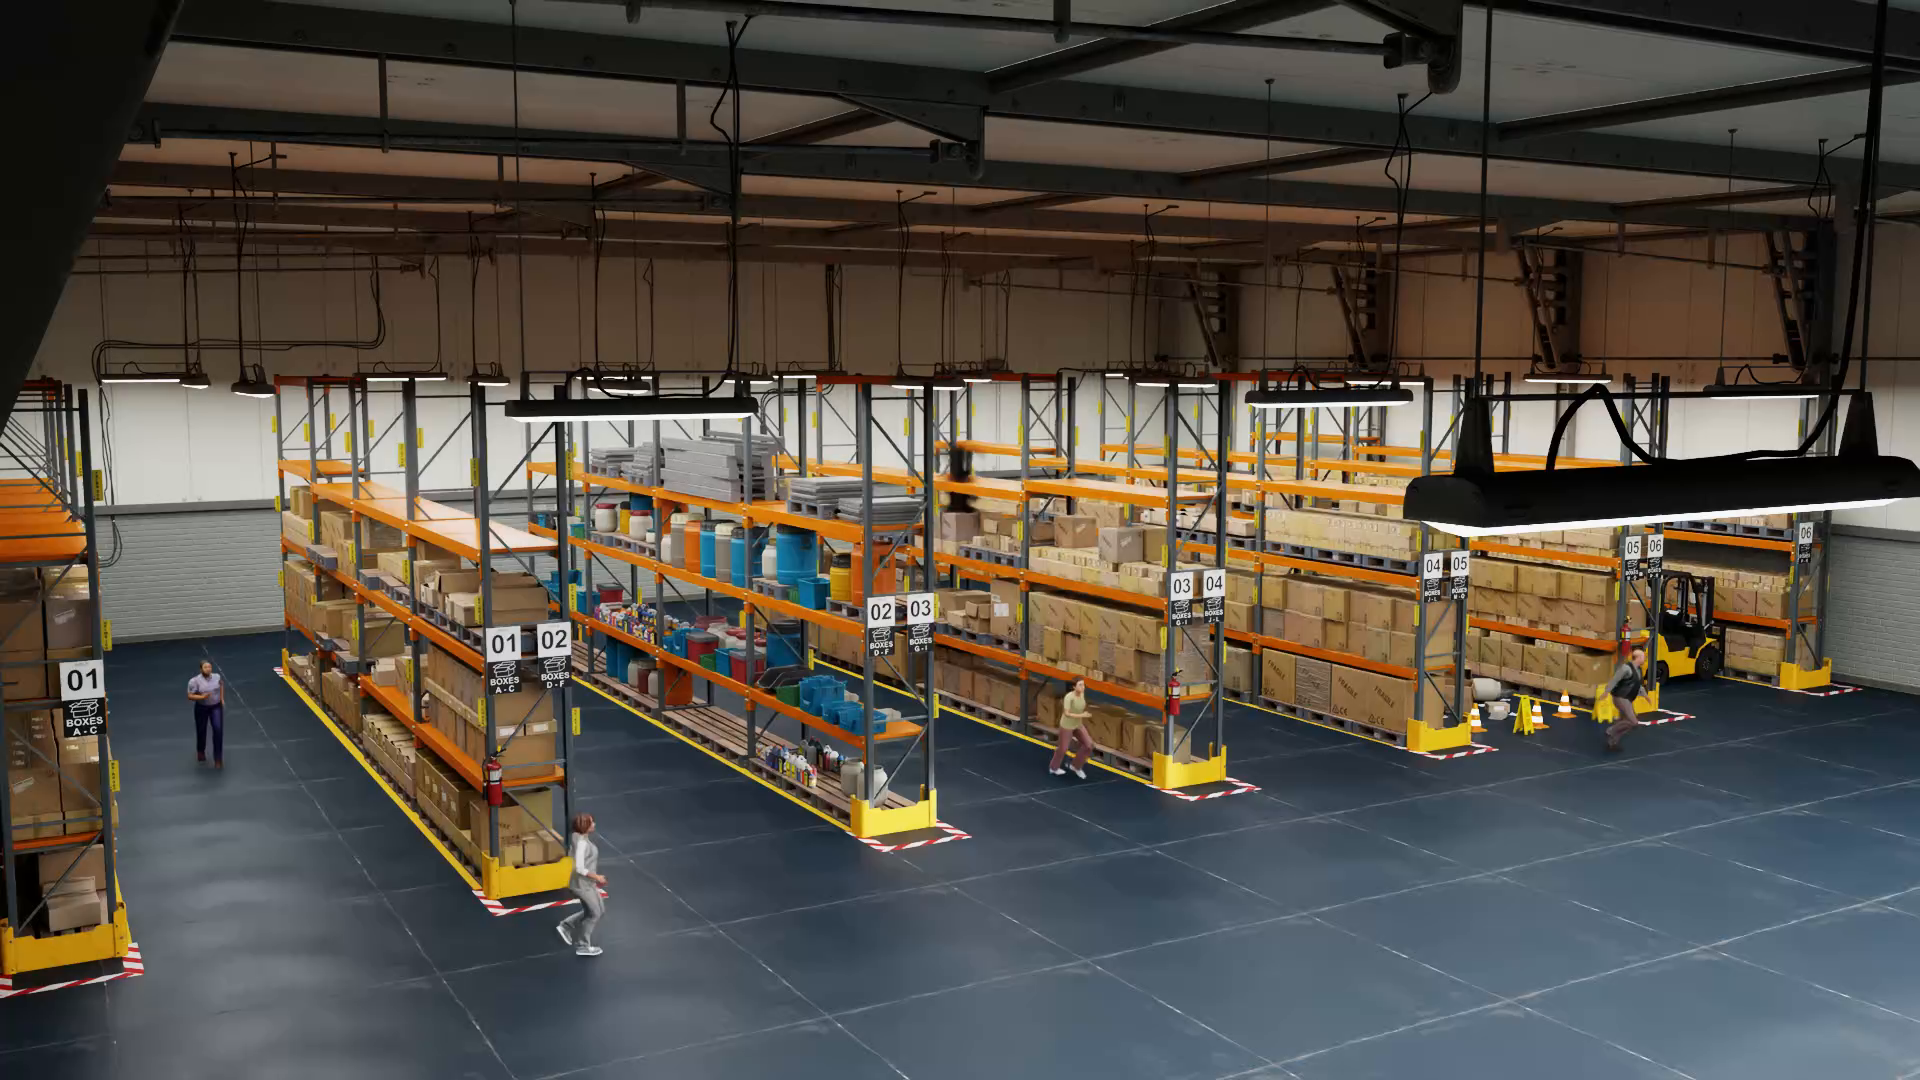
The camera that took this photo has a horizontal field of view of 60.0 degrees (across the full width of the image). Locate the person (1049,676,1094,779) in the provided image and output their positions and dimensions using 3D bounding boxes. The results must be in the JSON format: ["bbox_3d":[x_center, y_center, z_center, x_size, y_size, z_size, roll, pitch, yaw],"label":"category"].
[{"bbox_3d":[1.689,2.809,24.974,0.577,1.598,0.901,-5,8,-40],"label":"person"}]

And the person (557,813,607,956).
[{"bbox_3d":[-3.994,3.647,17.544,0.543,1.562,0.561,-1,6,-10],"label":"person"}]

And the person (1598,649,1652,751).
[{"bbox_3d":[10.736,2.574,26.816,0.728,1.647,0.674,5,8,39],"label":"person"}]

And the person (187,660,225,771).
[{"bbox_3d":[-11.691,2.685,25.809,0.558,1.695,0.855,-4,7,-33],"label":"person"}]
